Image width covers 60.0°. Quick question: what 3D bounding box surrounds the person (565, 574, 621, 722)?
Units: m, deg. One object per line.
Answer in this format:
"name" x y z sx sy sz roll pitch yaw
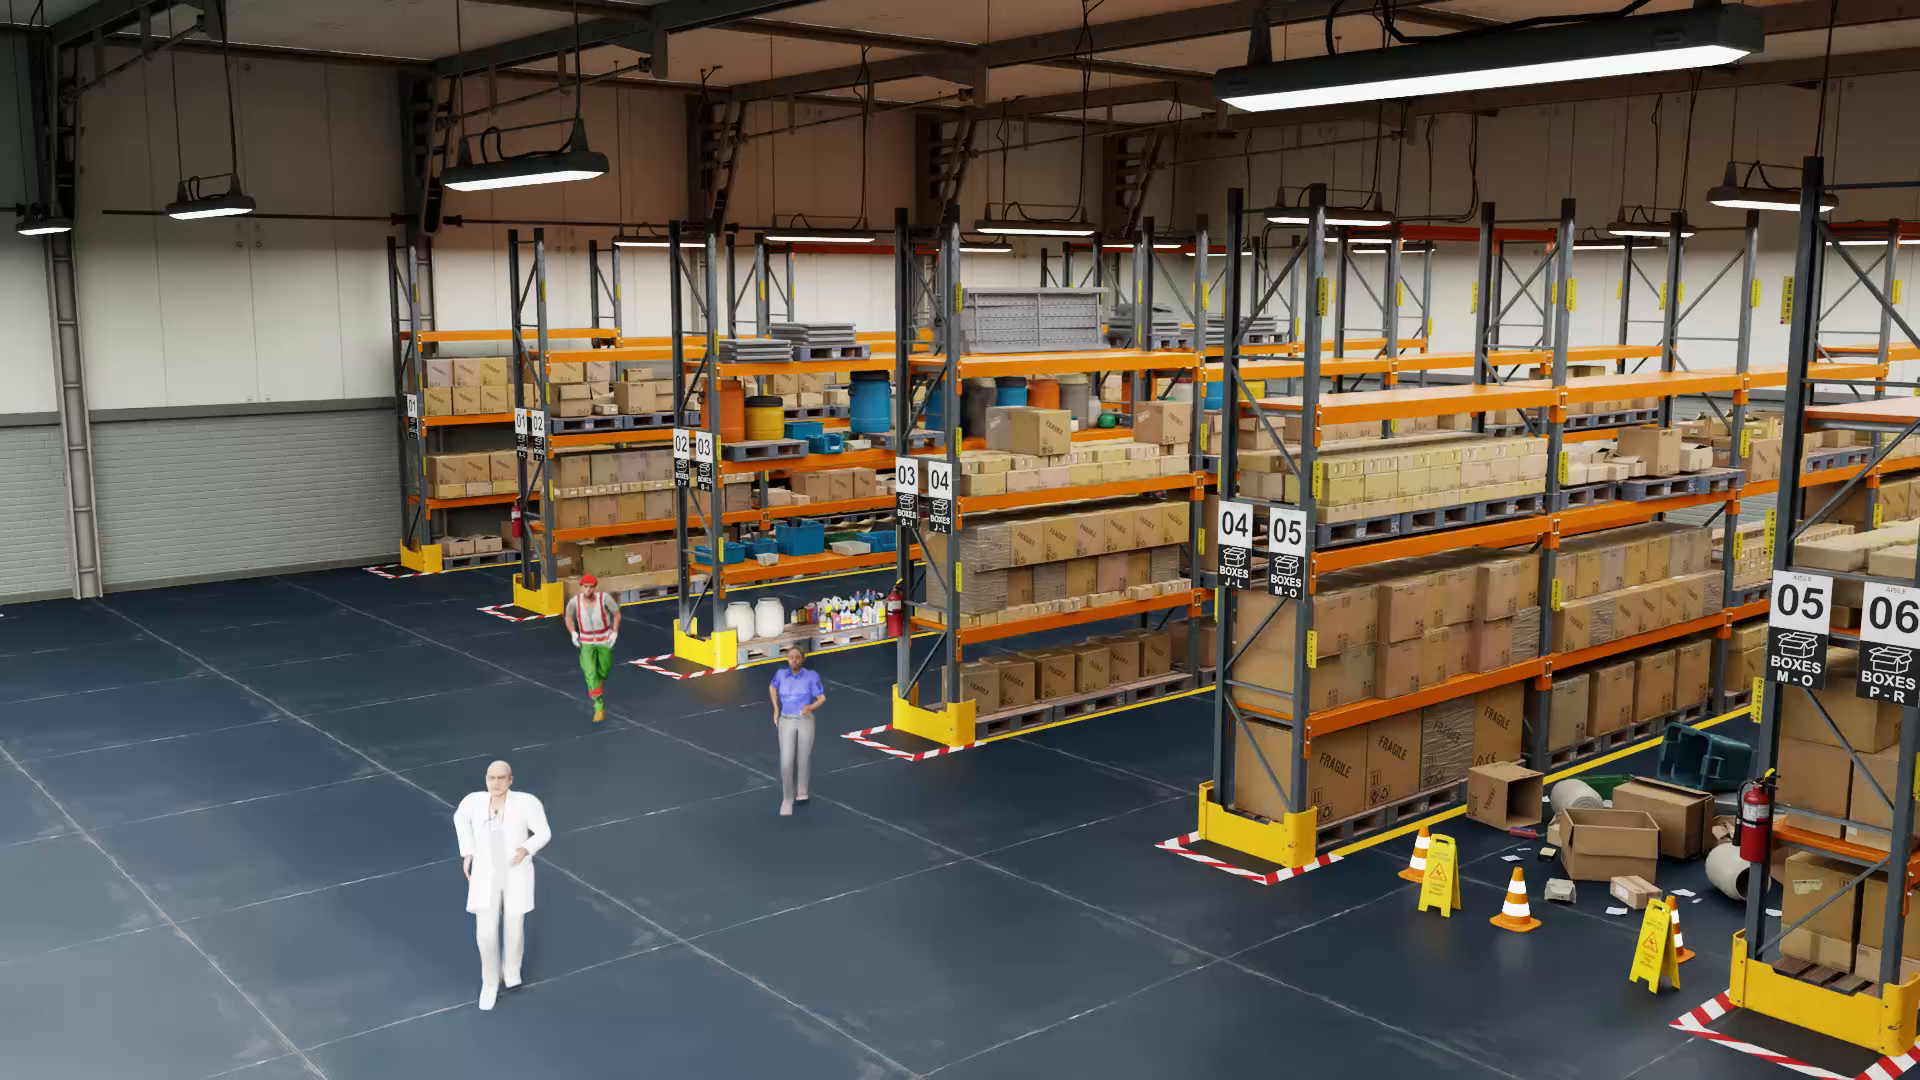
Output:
"person" -4.430 1.246 20.119 0.664 1.768 0.939 -2 9 -11

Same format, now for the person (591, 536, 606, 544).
"person" -6.247 -0.110 28.807 0.767 1.839 0.638 -8 12 -41

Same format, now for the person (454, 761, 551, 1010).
"person" -3.296 2.497 12.014 0.693 1.788 0.808 -2 9 -12

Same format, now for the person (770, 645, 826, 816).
"person" -1.599 1.868 16.387 0.563 1.707 0.740 -1 9 -3
